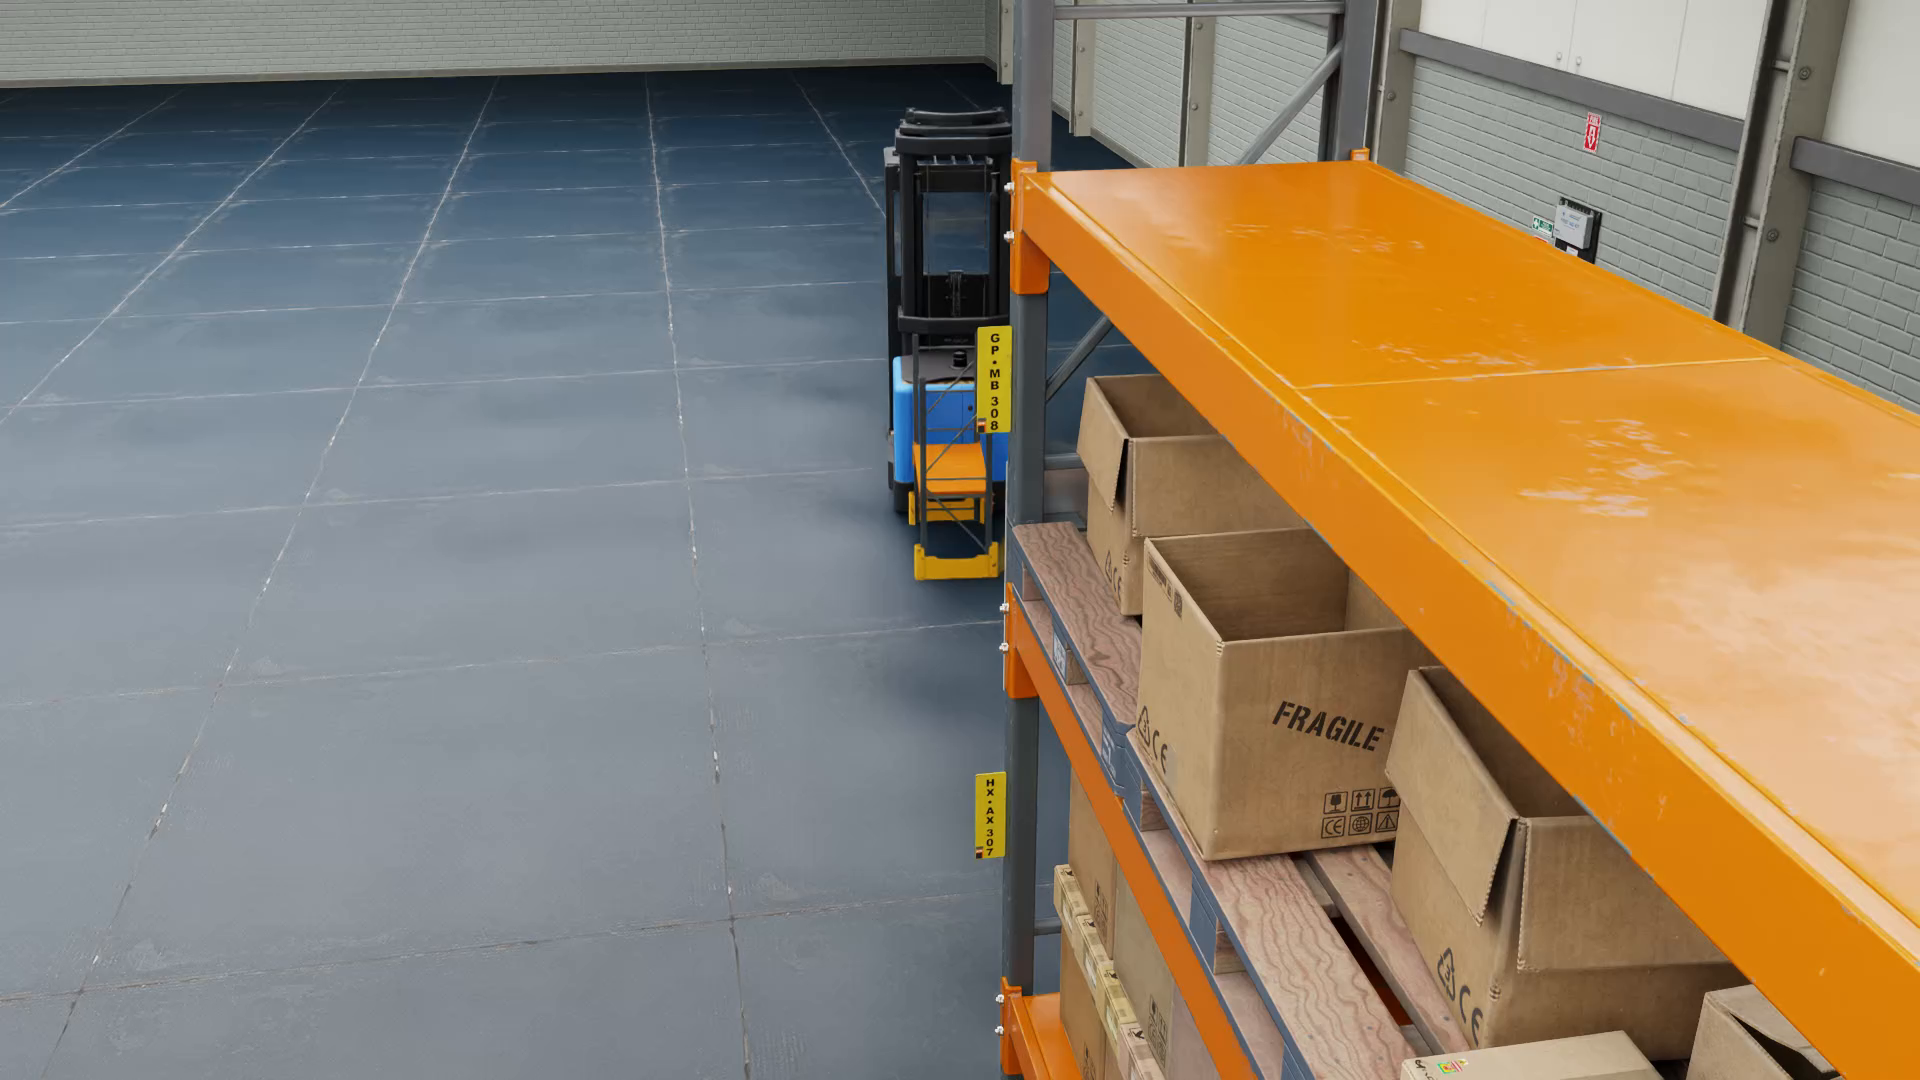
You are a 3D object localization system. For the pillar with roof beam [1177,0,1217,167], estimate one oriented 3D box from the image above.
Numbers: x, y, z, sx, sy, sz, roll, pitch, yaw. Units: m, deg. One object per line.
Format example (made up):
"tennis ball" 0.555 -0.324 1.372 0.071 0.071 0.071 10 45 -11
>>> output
"pillar with roof beam" -1.065 -8.363 20.399 9.100 9.000 0.400 -4 24 -10

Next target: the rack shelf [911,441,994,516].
"rack shelf" -0.062 -0.460 12.121 0.538 0.185 1.000 -2 24 -4

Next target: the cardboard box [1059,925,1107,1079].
"cardboard box" 0.721 1.443 5.317 0.700 0.500 0.500 -4 24 -10

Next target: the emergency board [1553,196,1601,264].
"emergency board" 4.965 -2.188 13.754 0.194 1.169 0.643 -4 24 -10

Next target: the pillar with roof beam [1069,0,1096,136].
"pillar with roof beam" -2.174 -10.724 25.802 9.100 9.000 0.400 -4 24 -10

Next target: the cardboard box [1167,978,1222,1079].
"cardboard box" 0.927 1.274 4.083 0.700 0.500 0.500 -4 24 -10

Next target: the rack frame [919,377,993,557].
"rack frame" -0.026 -0.422 11.584 0.500 1.500 0.032 -2 24 -4

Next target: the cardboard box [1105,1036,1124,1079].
"cardboard box" 0.823 1.649 4.844 0.700 0.500 0.500 -4 24 -8

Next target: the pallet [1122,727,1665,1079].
"pallet" 0.982 0.731 3.434 1.003 0.211 1.213 -4 24 -10

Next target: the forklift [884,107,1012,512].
"forklift" -0.059 -2.106 13.651 1.130 2.935 3.031 -1 24 -3

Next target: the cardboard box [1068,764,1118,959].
"cardboard box" 0.731 0.869 5.009 0.700 0.500 0.500 -4 24 -10

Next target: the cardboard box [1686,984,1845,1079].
"cardboard box" 1.453 0.857 2.447 0.500 0.311 0.500 -6 24 -13

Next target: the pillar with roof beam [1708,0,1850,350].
"pillar with roof beam" 1.154 -3.643 9.591 9.100 9.000 0.400 -4 24 -10

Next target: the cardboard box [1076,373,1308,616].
"cardboard box" 0.749 -0.148 4.508 0.797 0.503 0.637 -3 24 -6

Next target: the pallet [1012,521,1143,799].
"pallet" 0.753 0.250 4.535 1.003 0.211 1.213 -4 24 -10

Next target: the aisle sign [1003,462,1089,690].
"aisle sign" 0.334 0.109 5.246 0.394 0.787 0.004 -4 24 -10

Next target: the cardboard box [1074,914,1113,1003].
"cardboard box" 0.560 1.235 4.982 0.380 0.149 0.250 -5 24 -11

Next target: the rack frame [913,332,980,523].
"rack frame" -0.098 -0.828 12.514 0.500 1.500 0.032 -2 24 -4

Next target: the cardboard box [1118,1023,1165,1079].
"cardboard box" 0.649 1.432 4.530 0.380 0.149 0.250 -5 24 -11

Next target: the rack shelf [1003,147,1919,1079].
"rack shelf" 1.017 -0.146 2.981 1.077 0.370 4.000 -4 24 -10

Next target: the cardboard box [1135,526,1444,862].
"cardboard box" 0.686 0.300 3.485 0.500 0.500 0.500 -4 24 -10

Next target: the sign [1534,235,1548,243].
"sign" 4.965 -2.429 14.262 0.001 0.329 0.234 -4 24 -10

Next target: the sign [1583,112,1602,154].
"sign" 5.062 -3.261 13.314 0.001 0.298 0.199 -4 24 -10

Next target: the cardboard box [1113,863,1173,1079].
"cardboard box" 0.833 1.075 4.536 0.700 0.500 0.500 -5 24 -11

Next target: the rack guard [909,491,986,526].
"rack guard" -0.097 -0.247 12.746 0.587 0.250 0.087 -2 24 -4

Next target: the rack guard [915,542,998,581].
"rack guard" -0.026 0.150 11.836 0.587 0.250 0.087 -2 24 -4

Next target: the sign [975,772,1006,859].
"sign" 0.101 0.910 5.481 0.100 0.325 0.005 -4 24 -10

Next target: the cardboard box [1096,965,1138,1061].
"cardboard box" 0.604 1.333 4.757 0.380 0.149 0.250 -4 24 -10

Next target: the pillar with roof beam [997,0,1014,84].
"pillar with roof beam" -3.284 -13.084 31.206 9.100 9.000 0.400 -4 24 -10

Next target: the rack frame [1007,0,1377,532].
"rack frame" 0.647 -1.445 4.558 1.000 3.000 0.127 -4 24 -10

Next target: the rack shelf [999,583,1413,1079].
"rack shelf" 1.017 1.046 3.502 1.077 0.370 4.000 -4 24 -10

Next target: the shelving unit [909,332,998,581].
"shelving unit" -0.061 -0.621 12.041 0.587 1.500 1.083 -2 24 -4

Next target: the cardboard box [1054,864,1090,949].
"cardboard box" 0.508 1.131 5.219 0.380 0.149 0.250 -4 24 -10

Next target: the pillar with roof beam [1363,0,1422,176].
"pillar with roof beam" 0.045 -6.003 14.995 9.100 9.000 0.400 -4 24 -10

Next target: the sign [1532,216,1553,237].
"sign" 4.957 -2.670 14.150 0.001 0.109 0.331 -4 24 -10

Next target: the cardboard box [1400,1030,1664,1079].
"cardboard box" 0.895 0.907 2.535 0.380 0.149 0.250 -4 24 -10

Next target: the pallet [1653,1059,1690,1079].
"pallet" 1.204 1.210 2.338 1.003 0.211 1.213 -4 24 -10

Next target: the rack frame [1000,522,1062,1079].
"rack frame" 0.647 1.304 5.759 1.000 3.000 0.127 -4 24 -10

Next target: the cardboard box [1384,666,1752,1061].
"cardboard box" 1.206 0.542 2.928 0.797 0.503 0.637 -2 24 -4

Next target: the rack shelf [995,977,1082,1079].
"rack shelf" 1.017 2.420 4.102 1.077 0.370 4.000 -4 24 -10

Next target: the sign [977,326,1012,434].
"sign" 0.101 -0.469 4.879 0.100 0.325 0.005 -4 24 -10
